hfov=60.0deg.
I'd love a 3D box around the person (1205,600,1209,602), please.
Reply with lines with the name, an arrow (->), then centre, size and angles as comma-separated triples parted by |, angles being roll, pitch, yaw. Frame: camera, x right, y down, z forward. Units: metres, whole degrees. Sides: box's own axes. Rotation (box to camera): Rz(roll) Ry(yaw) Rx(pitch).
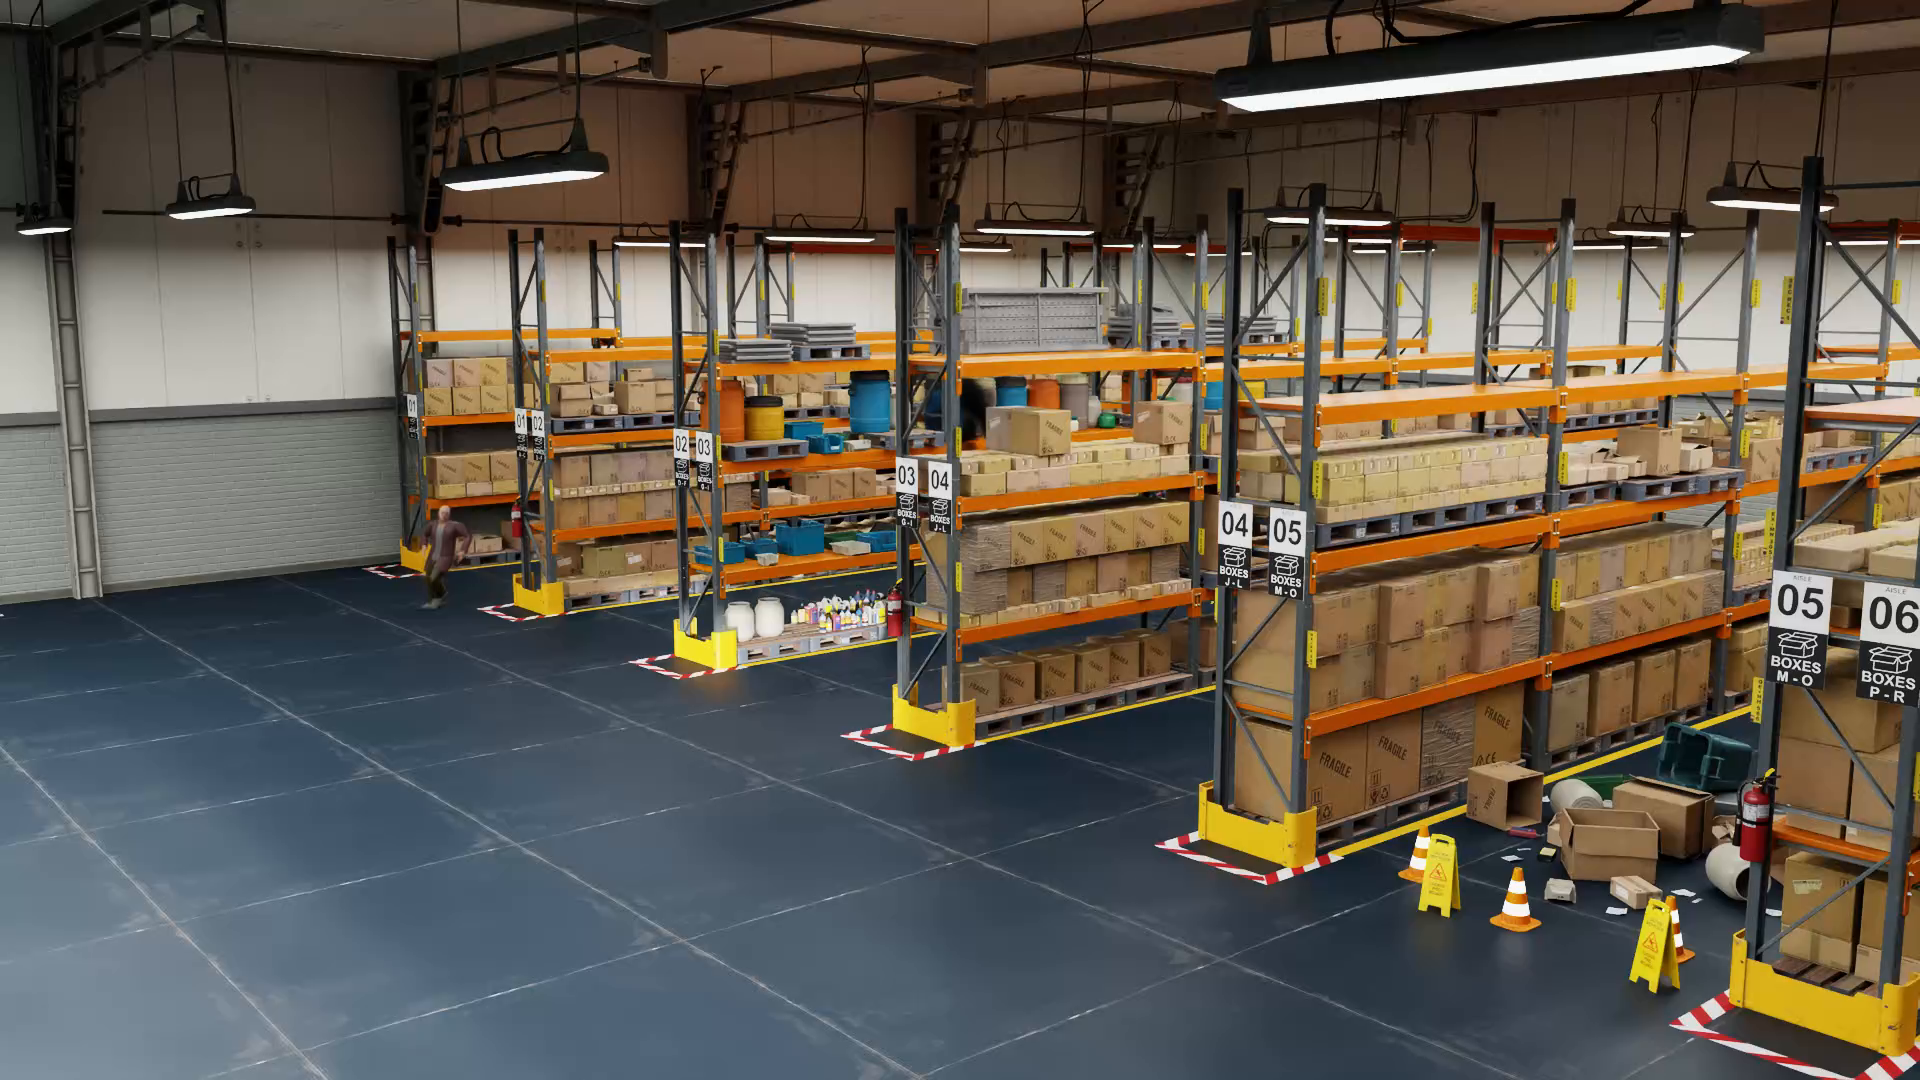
person -> 3.747, 0.193, 25.824 | 0.681, 1.579, 0.602 | -7, 11, -39

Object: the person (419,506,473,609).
person -> -8.224, 0.286, 26.449 | 0.823, 1.686, 0.656 | 3, 9, 16
